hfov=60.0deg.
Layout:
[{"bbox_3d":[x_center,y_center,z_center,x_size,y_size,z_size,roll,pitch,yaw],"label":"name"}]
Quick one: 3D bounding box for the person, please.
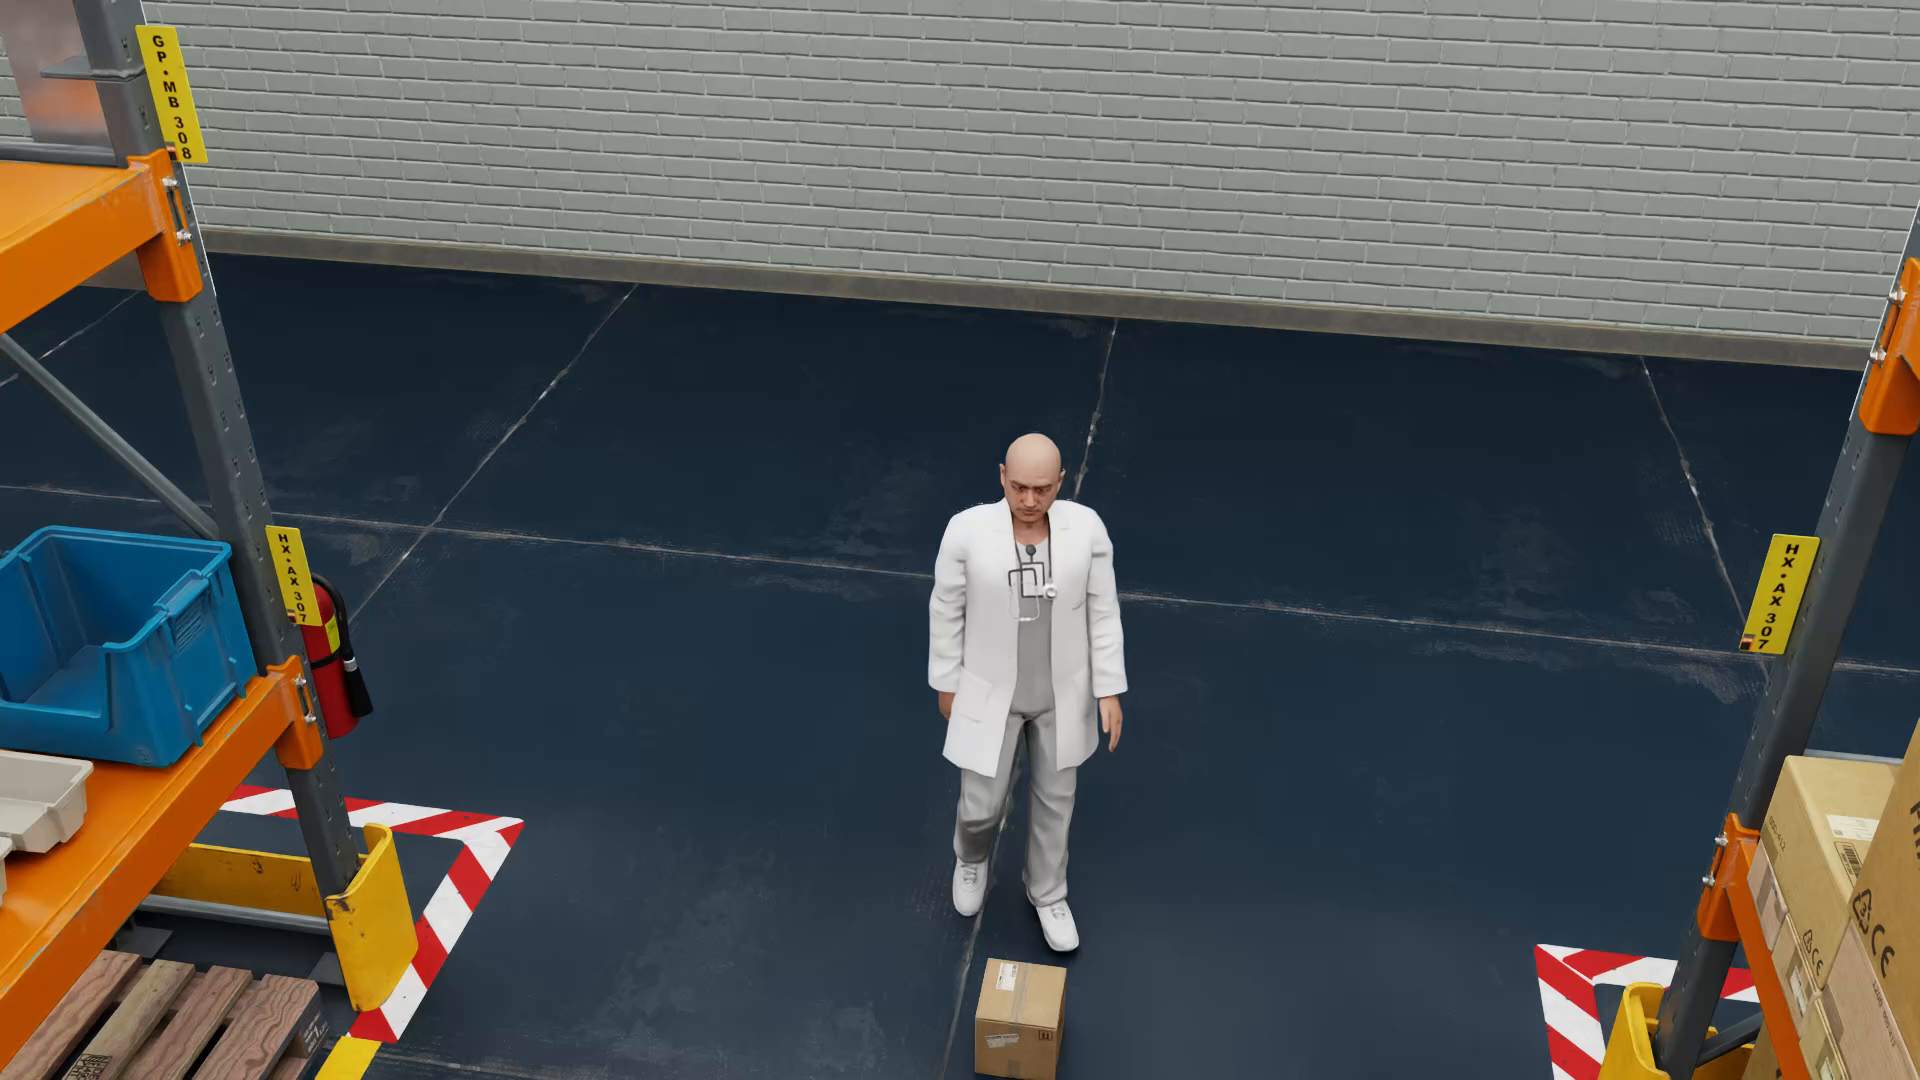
[{"bbox_3d":[0.220,0.511,5.303,0.618,1.786,0.563,-5,32,-7],"label":"person"}]
